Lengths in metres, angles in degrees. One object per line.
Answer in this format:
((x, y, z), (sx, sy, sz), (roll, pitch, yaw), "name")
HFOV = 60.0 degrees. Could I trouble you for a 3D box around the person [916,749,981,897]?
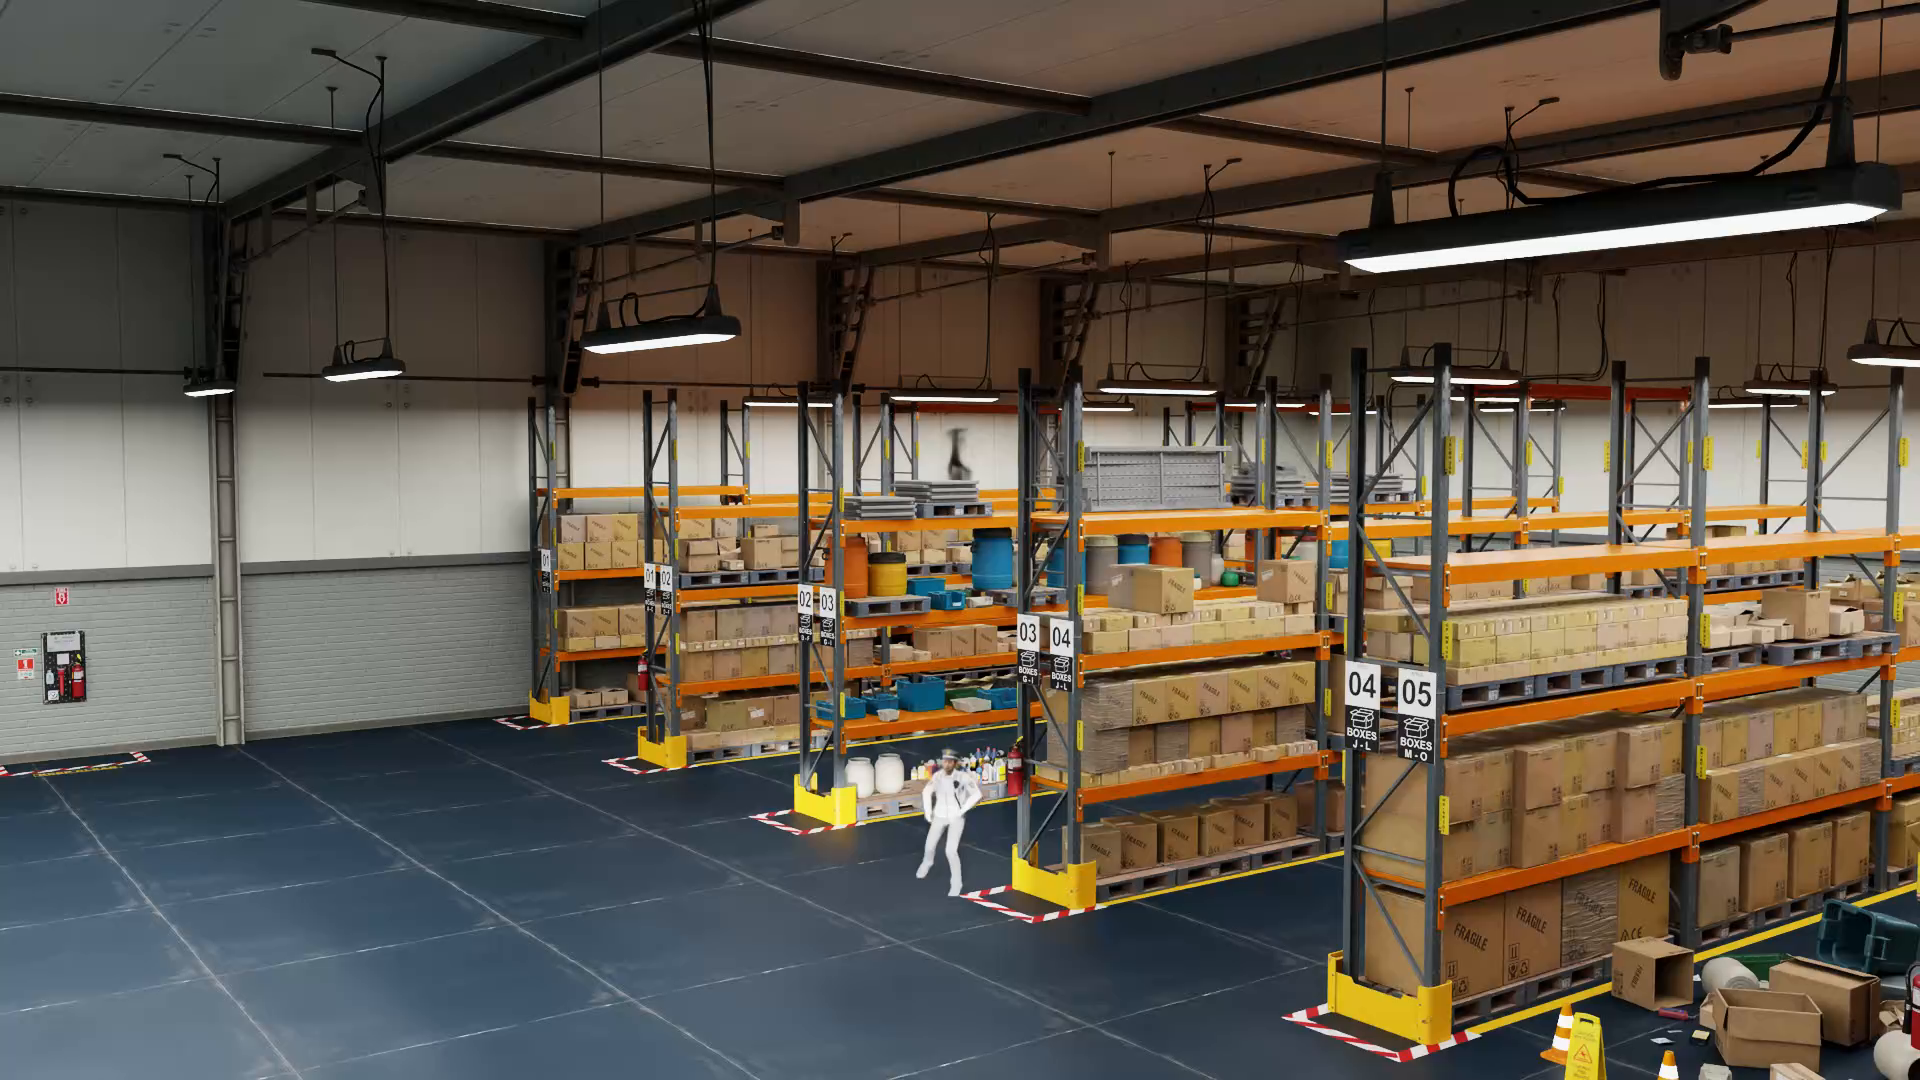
((-0.165, 3.223, 19.205), (0.823, 1.691, 0.684), (1, 4, 17), "person")
